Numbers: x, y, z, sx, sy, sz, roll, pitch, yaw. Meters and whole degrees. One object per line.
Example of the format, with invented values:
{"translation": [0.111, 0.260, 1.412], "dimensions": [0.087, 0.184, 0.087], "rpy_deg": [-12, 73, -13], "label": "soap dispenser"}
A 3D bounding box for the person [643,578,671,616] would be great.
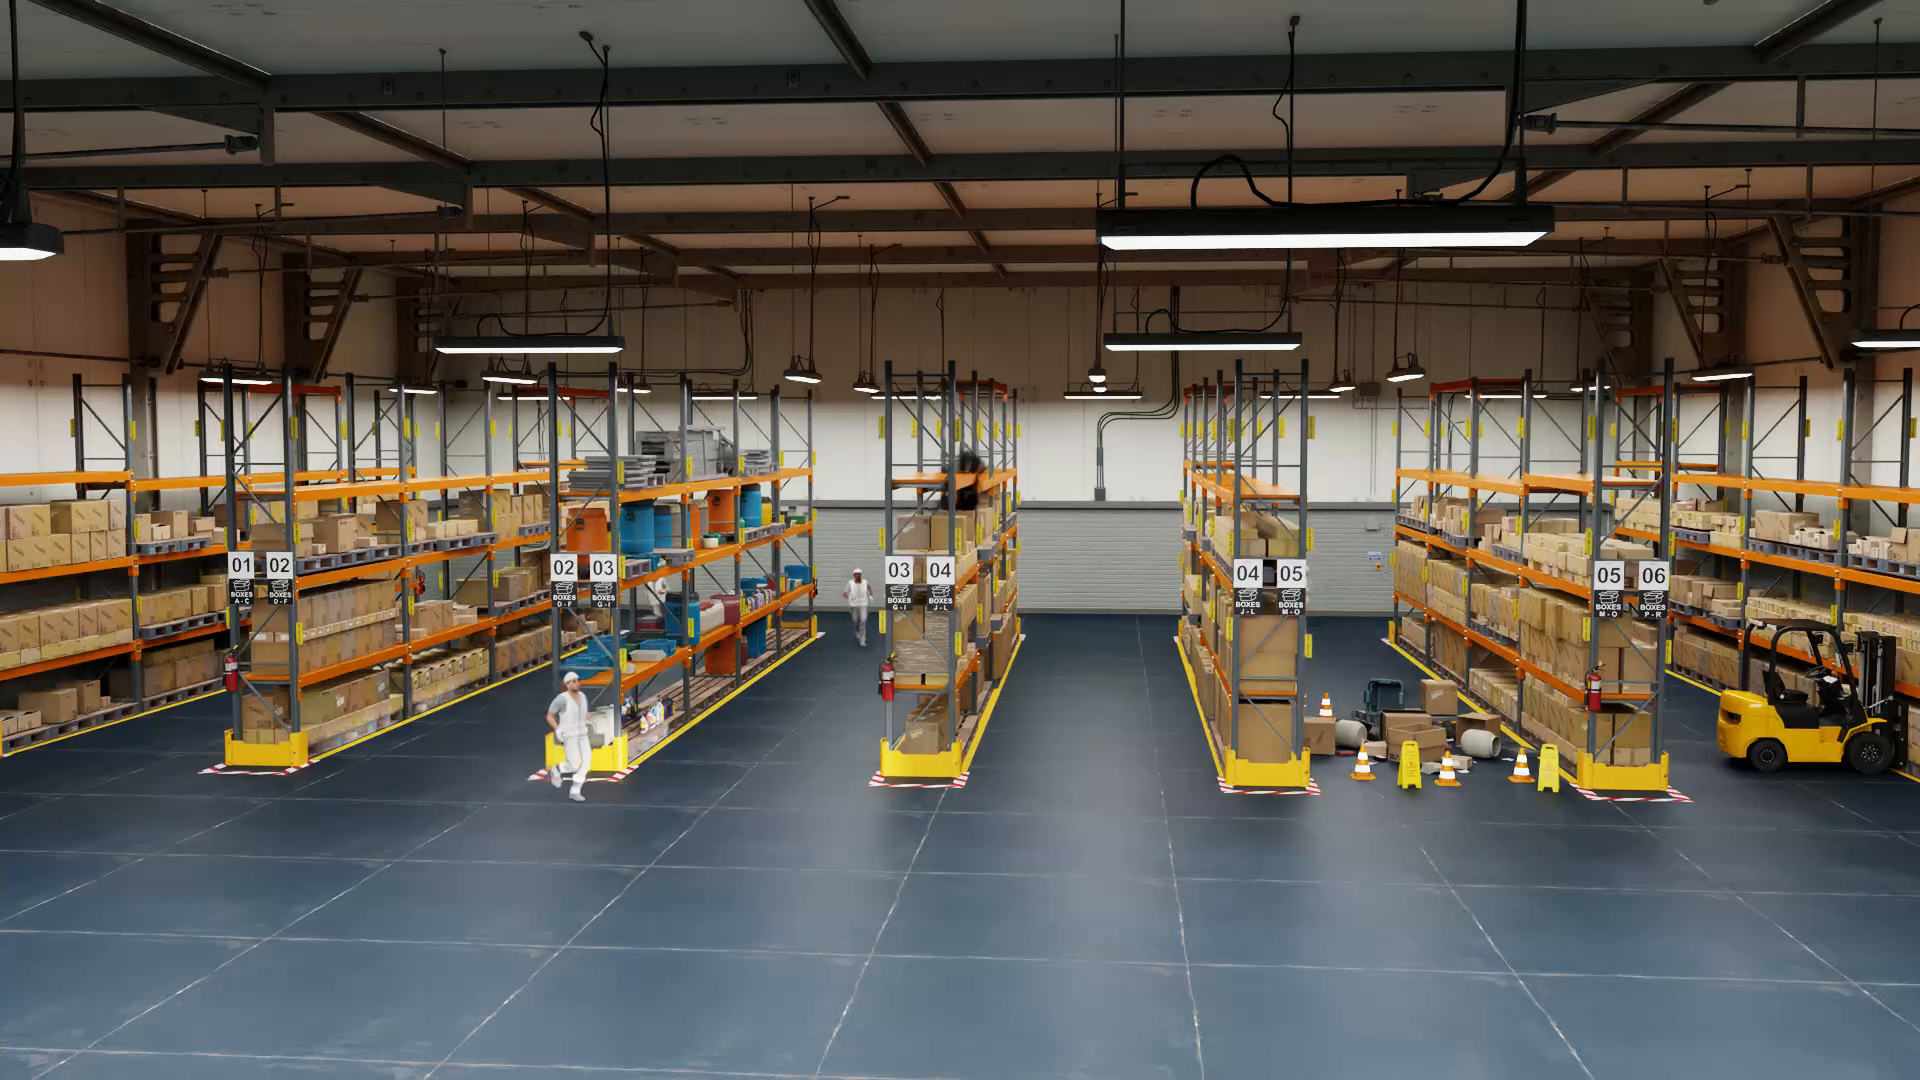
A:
{"translation": [-7.251, 1.515, 39.773], "dimensions": [0.667, 1.752, 0.930], "rpy_deg": [0, 4, -6], "label": "person"}

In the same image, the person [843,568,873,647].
{"translation": [-2.376, 1.555, 38.862], "dimensions": [0.702, 1.786, 0.986], "rpy_deg": [0, 4, -4], "label": "person"}

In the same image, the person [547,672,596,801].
{"translation": [-5.278, 2.655, 22.595], "dimensions": [0.616, 1.742, 0.668], "rpy_deg": [3, 5, 39], "label": "person"}

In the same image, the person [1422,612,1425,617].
{"translation": [11.418, 1.524, 40.213], "dimensions": [0.728, 1.672, 0.514], "rpy_deg": [-3, 5, -35], "label": "person"}
